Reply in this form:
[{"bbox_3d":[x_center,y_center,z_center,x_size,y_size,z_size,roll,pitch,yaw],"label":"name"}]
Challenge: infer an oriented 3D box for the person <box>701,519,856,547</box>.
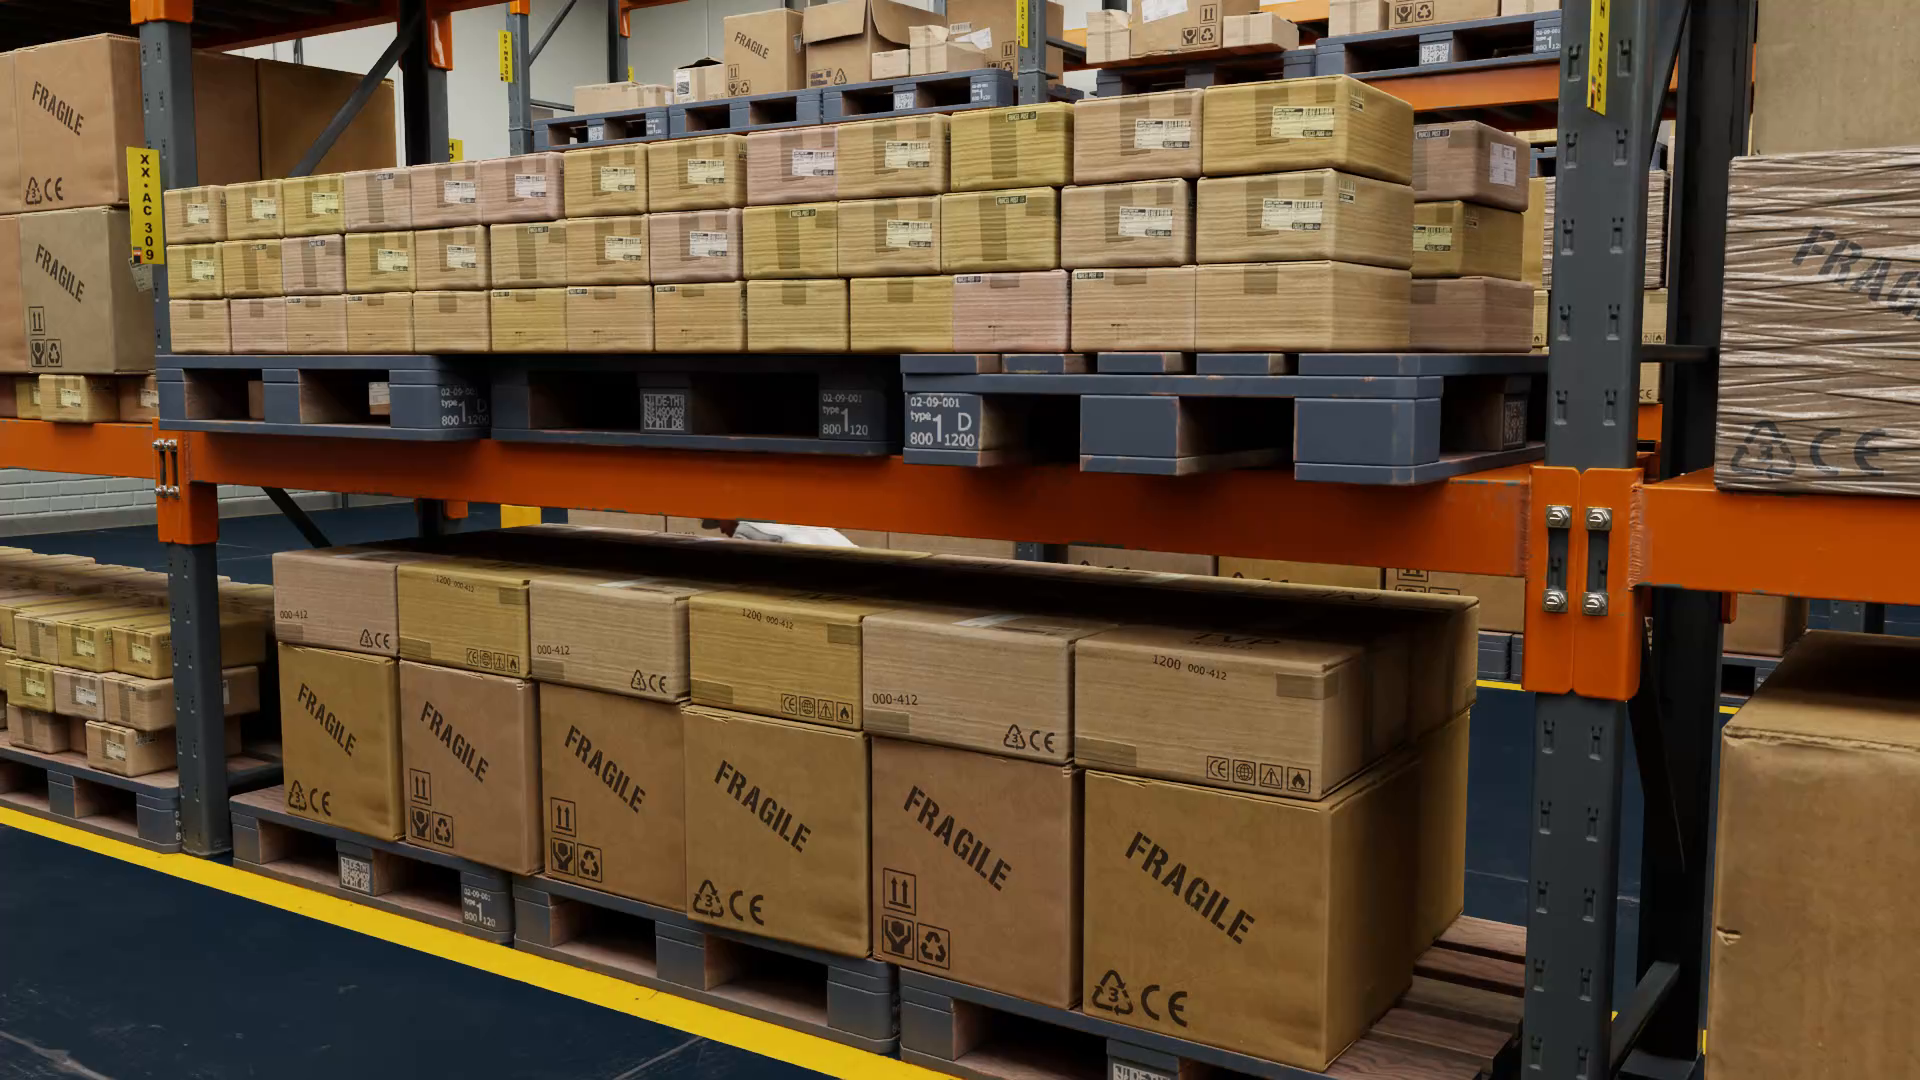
[{"bbox_3d":[-0.744,0.218,7.226,0.871,1.006,0.536,4,8,34],"label":"person"}]
